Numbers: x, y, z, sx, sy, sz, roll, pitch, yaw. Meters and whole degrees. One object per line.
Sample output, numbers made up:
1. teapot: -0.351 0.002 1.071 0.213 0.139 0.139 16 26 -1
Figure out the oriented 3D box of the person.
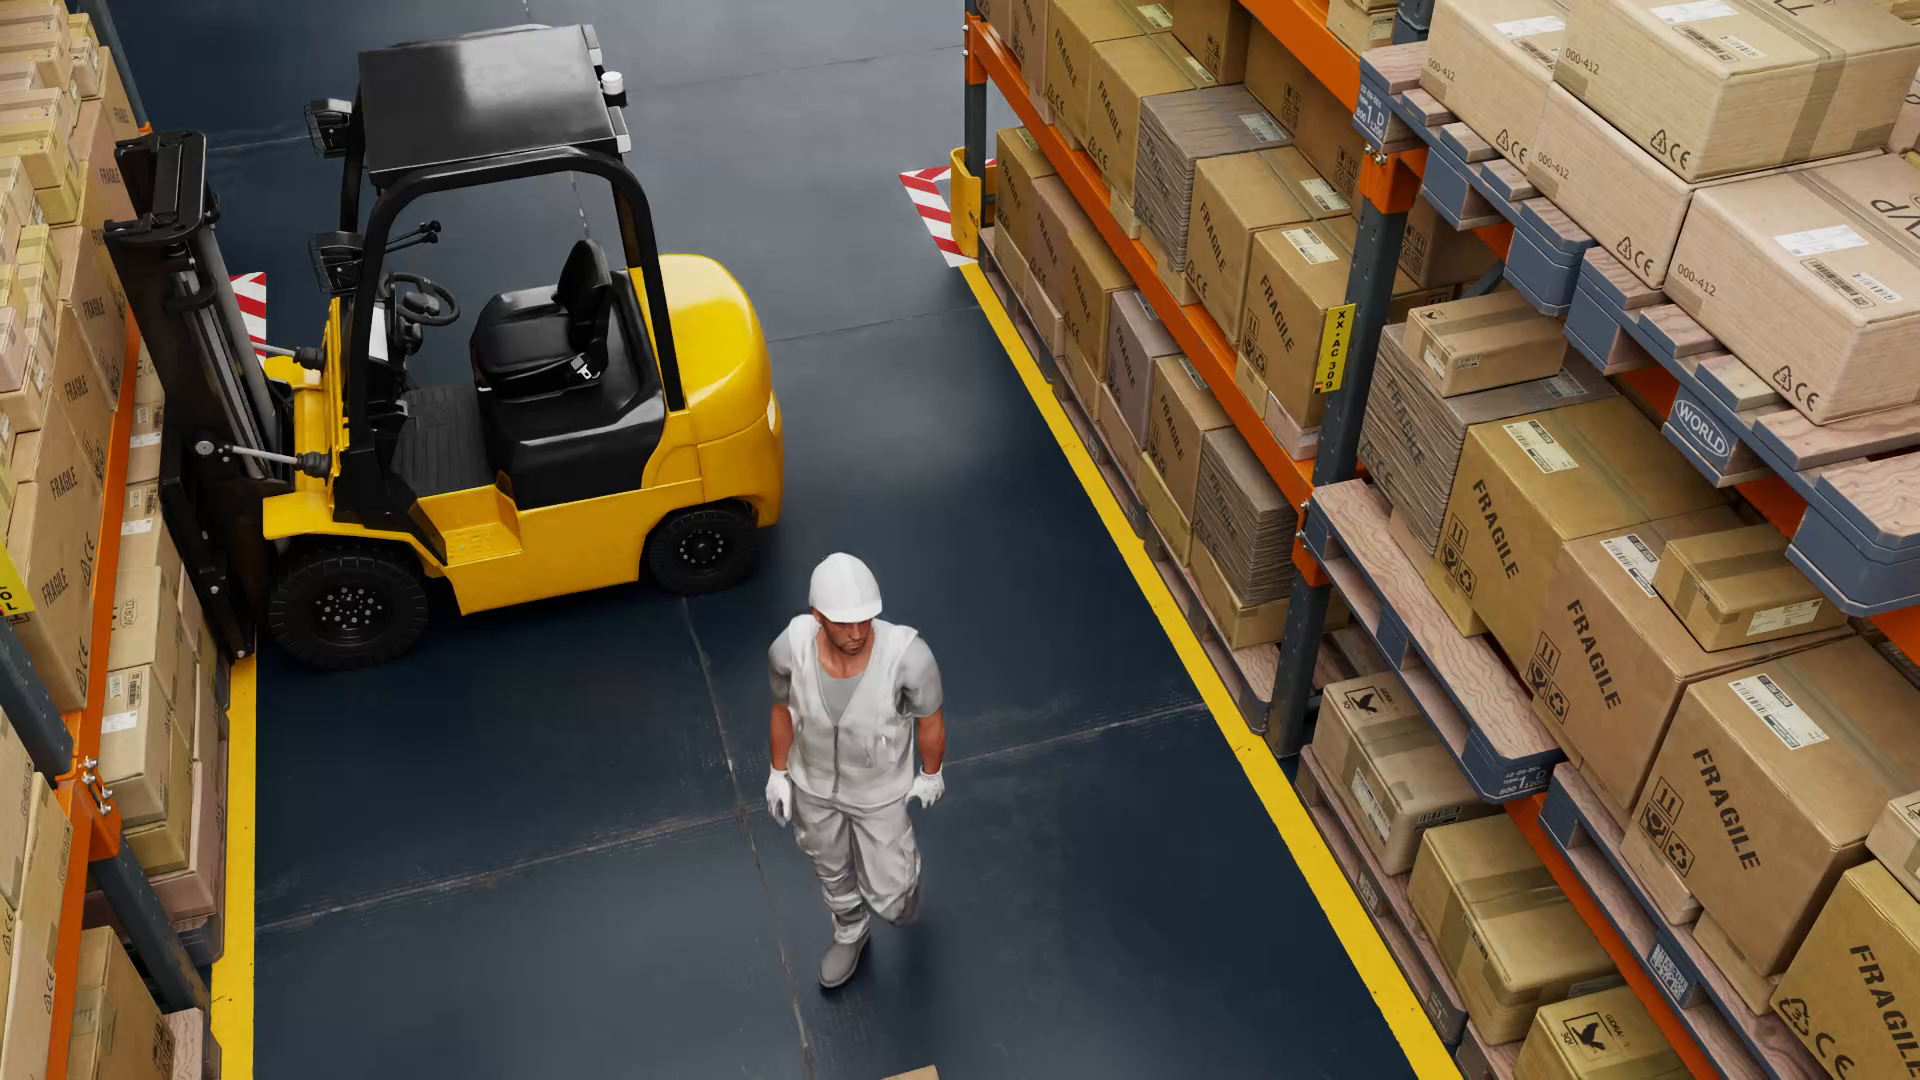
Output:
1. person: -0.331 0.748 5.279 0.556 1.784 0.505 11 43 12
